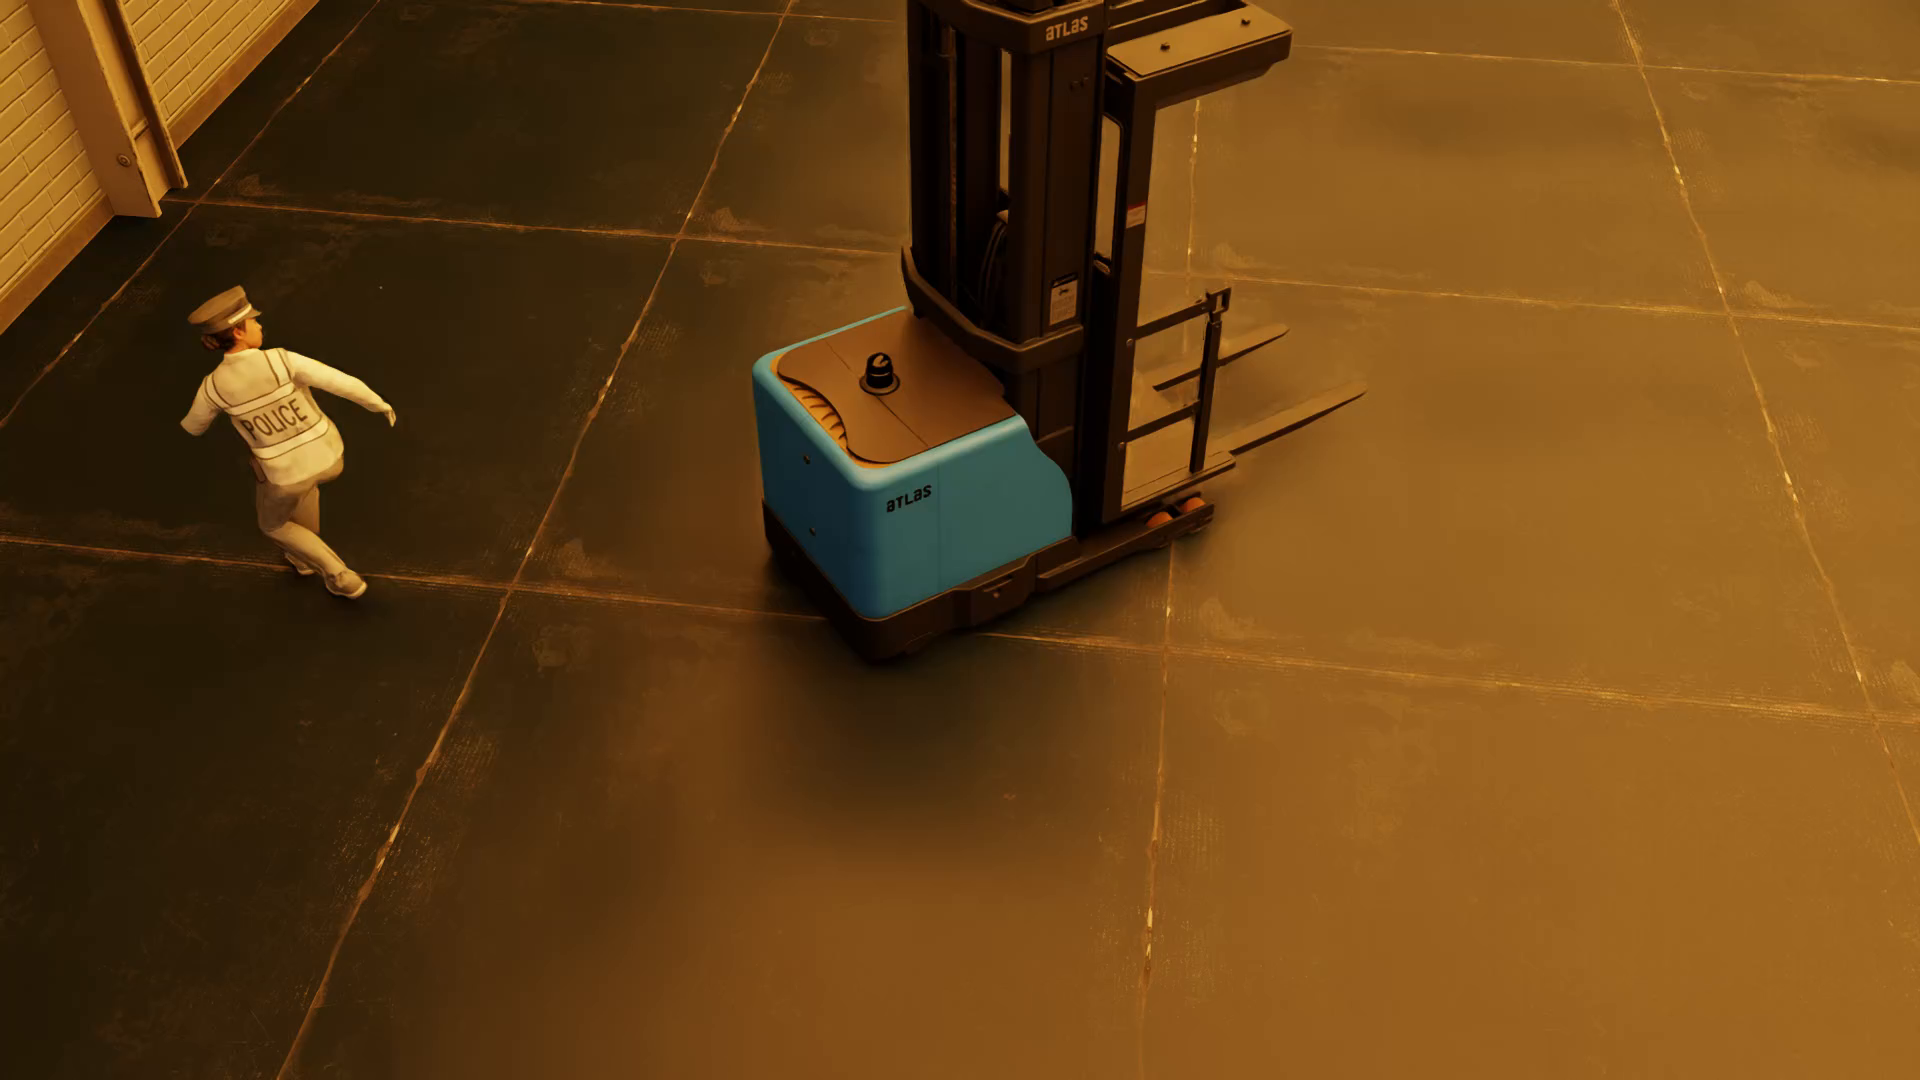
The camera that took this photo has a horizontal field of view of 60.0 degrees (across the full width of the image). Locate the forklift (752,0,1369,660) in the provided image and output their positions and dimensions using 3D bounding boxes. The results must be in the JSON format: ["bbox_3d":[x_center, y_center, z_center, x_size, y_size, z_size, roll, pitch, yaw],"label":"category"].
[{"bbox_3d":[0.608,-1.326,7.167,3.031,2.935,1.130,-23,47,-23],"label":"forklift"}]

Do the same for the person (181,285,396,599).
[{"bbox_3d":[-2.893,-0.452,7.250,0.814,1.551,0.802,-28,49,-27],"label":"person"}]
